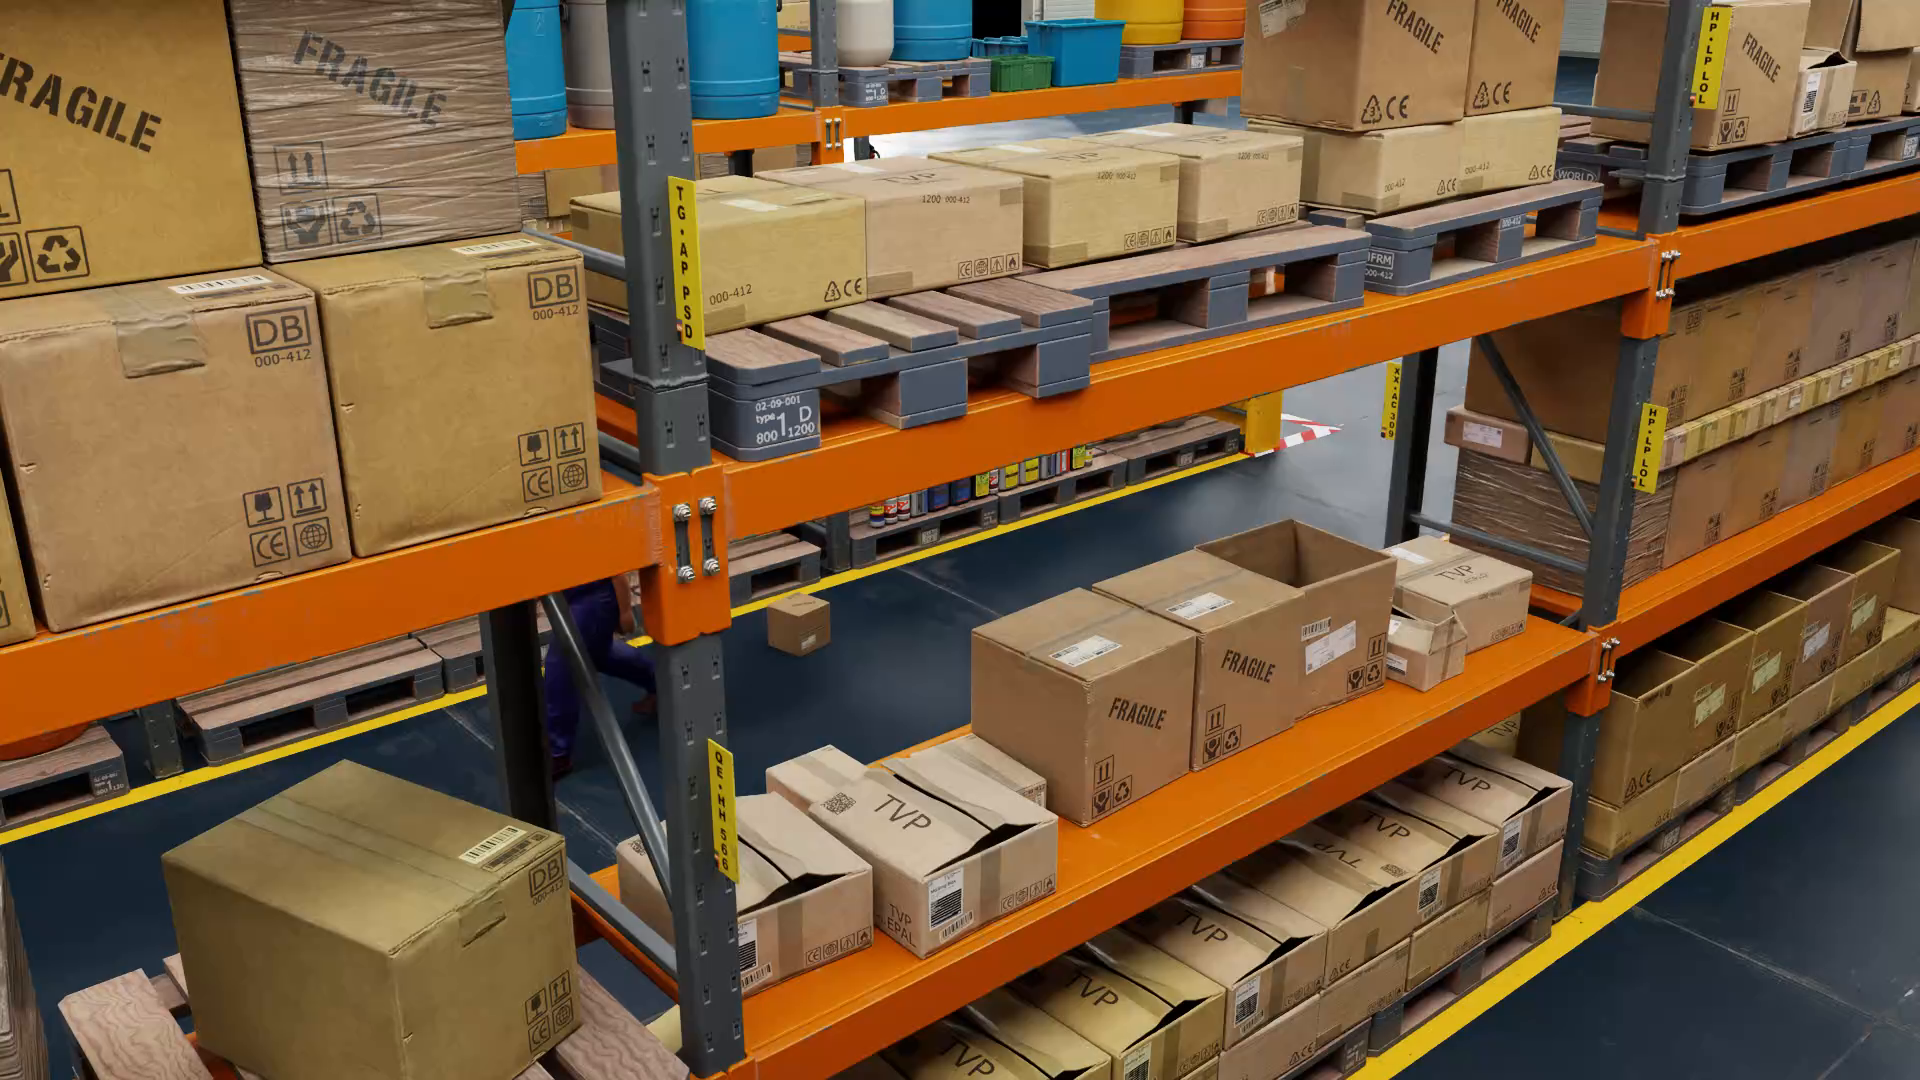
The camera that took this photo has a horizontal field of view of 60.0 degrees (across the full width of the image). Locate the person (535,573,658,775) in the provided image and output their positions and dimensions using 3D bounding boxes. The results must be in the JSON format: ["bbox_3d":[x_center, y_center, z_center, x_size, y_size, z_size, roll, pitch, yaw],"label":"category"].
[{"bbox_3d":[-1.761,0.269,7.904,1.012,1.589,0.483,-16,26,-35],"label":"person"}]
